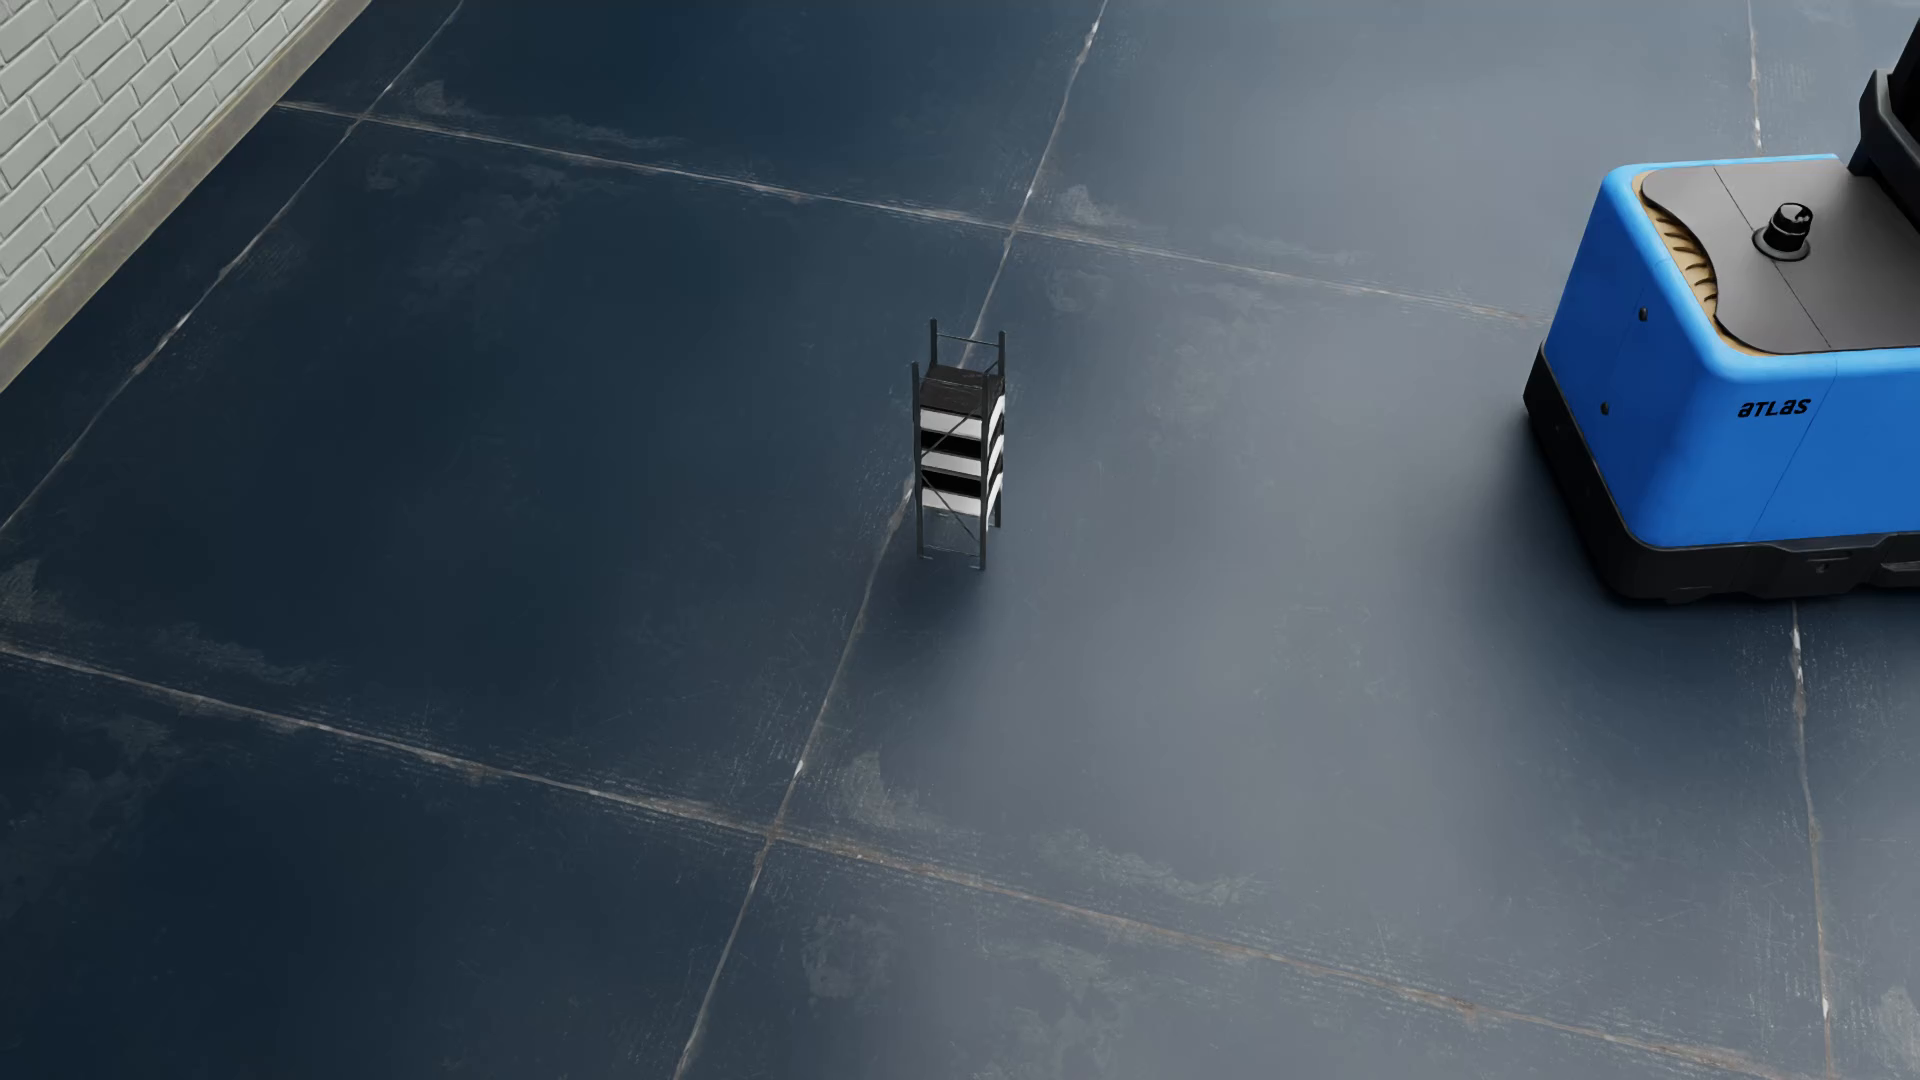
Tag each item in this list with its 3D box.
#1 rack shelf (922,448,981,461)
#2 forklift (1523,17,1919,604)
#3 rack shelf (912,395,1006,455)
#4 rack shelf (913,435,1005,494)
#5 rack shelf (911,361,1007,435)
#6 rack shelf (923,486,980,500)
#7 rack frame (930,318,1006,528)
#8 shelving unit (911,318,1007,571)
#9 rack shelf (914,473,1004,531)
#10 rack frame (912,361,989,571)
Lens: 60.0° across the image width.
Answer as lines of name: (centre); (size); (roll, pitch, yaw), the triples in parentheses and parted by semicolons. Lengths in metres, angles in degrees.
rack shelf: (-0.002, -0.339, 5.354); (0.199, 0.015, 0.184); (12, 50, 10)
forklift: (3.616, -1.216, 4.868); (3.031, 2.935, 1.130); (-4, 49, -3)
rack shelf: (-0.002, -0.389, 5.297); (0.258, 0.077, 0.200); (12, 50, 10)
rack shelf: (-0.002, -0.270, 5.432); (0.258, 0.077, 0.200); (12, 50, 10)
rack shelf: (-0.002, -0.449, 5.230); (0.258, 0.077, 0.200); (12, 50, 10)
rack shelf: (-0.002, -0.220, 5.489); (0.199, 0.015, 0.184); (12, 50, 10)
rack frame: (0.025, -0.365, 5.472); (0.240, 0.900, 0.006); (12, 50, 10)
shelving unit: (-0.002, -0.292, 5.407); (0.258, 0.900, 0.210); (12, 50, 10)
rack shelf: (-0.002, -0.151, 5.567); (0.258, 0.077, 0.200); (12, 50, 10)
rack frame: (-0.029, -0.218, 5.343); (0.240, 0.900, 0.006); (12, 50, 10)
